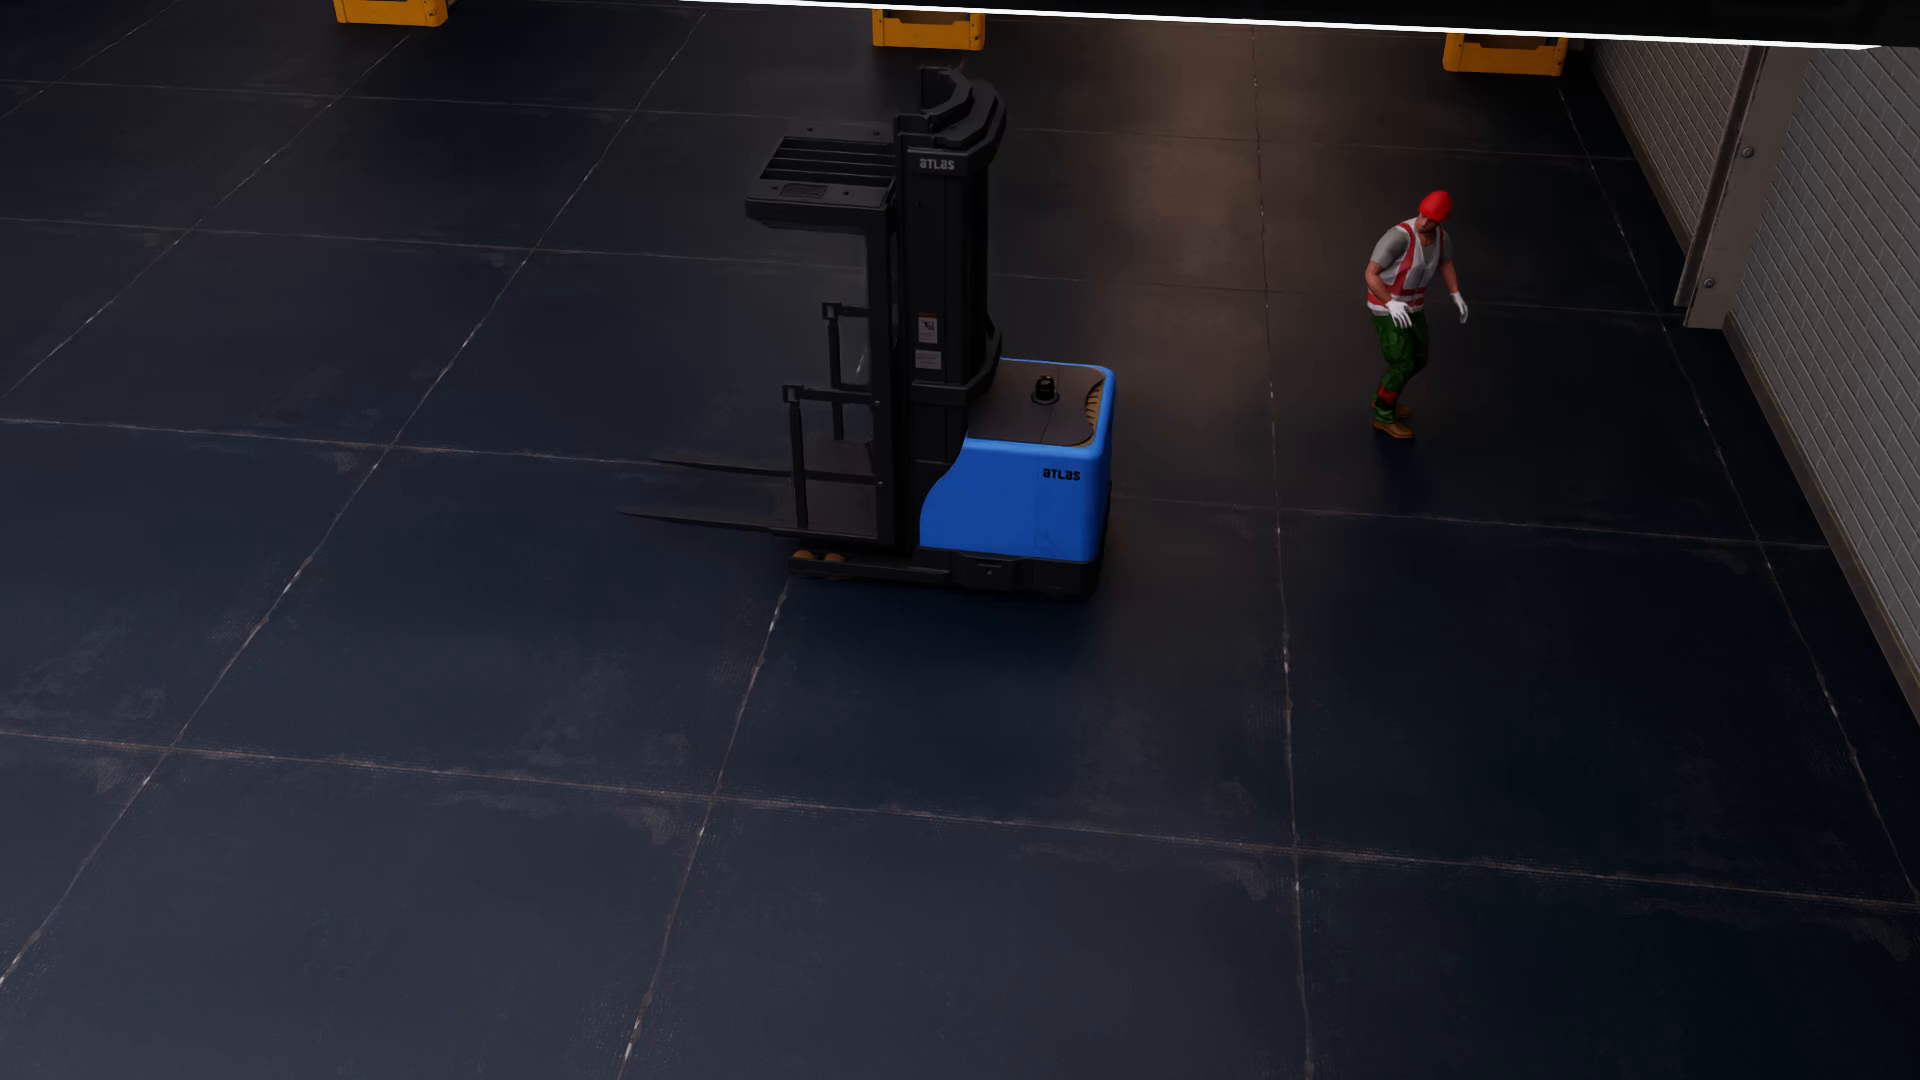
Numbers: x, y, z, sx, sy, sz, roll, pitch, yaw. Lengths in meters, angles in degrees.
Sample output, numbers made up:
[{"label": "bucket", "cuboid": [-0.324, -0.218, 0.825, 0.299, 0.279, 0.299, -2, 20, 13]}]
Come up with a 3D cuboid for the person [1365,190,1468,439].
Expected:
[{"label": "person", "cuboid": [3.030, -1.535, 11.138, 0.755, 1.732, 0.518, -26, 43, -30]}]

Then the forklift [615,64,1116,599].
[{"label": "forklift", "cuboid": [-0.604, -1.235, 9.705, 3.031, 2.935, 1.130, 6, 37, 7]}]
